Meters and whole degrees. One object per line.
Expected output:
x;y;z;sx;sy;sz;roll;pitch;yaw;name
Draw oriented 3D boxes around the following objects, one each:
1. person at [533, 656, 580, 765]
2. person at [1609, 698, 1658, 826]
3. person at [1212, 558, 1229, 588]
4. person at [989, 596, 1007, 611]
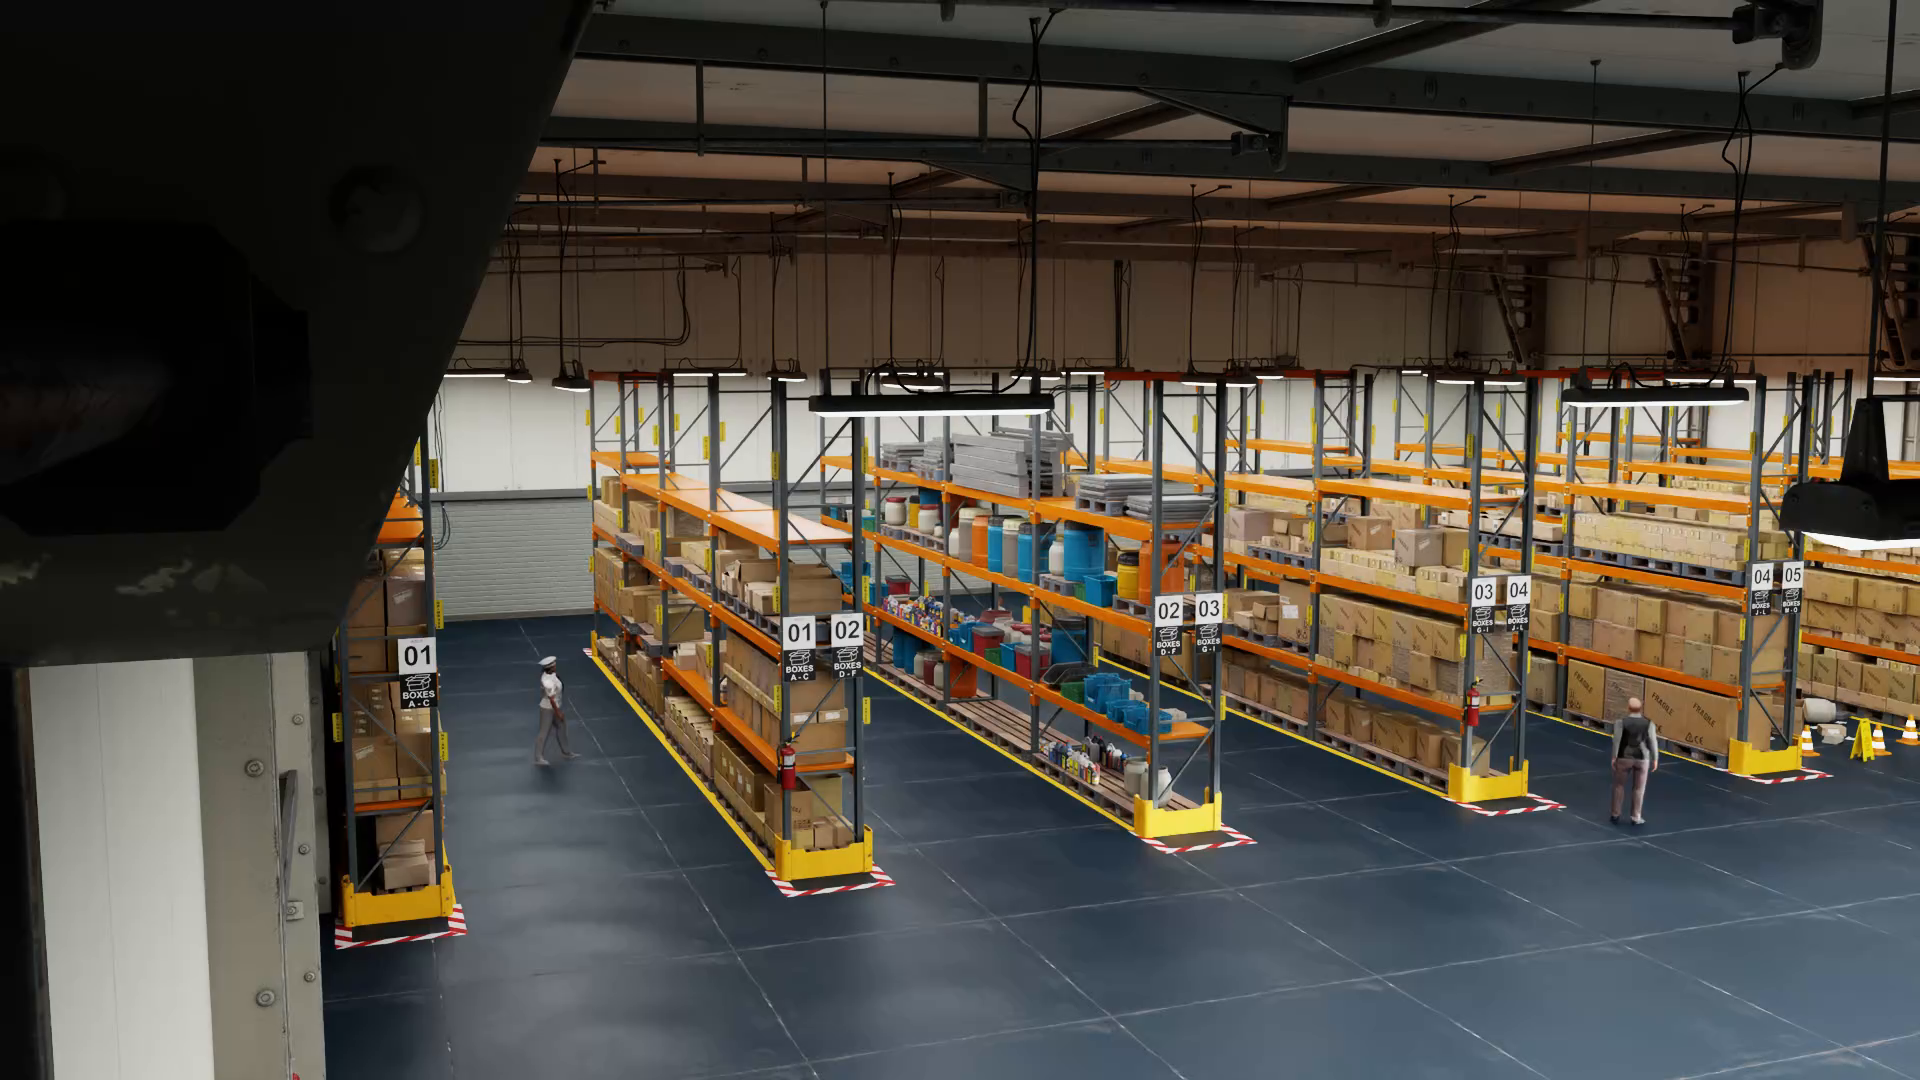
-6.296;2.623;25.841;0.608;1.688;0.646;0;6;3;person
9.111;2.995;22.463;0.588;1.763;0.430;3;7;22;person
6.490;0.837;41.421;1.044;1.737;0.653;-3;7;-26;person
0.751;1.876;33.041;0.501;1.534;0.906;-3;7;-25;person
